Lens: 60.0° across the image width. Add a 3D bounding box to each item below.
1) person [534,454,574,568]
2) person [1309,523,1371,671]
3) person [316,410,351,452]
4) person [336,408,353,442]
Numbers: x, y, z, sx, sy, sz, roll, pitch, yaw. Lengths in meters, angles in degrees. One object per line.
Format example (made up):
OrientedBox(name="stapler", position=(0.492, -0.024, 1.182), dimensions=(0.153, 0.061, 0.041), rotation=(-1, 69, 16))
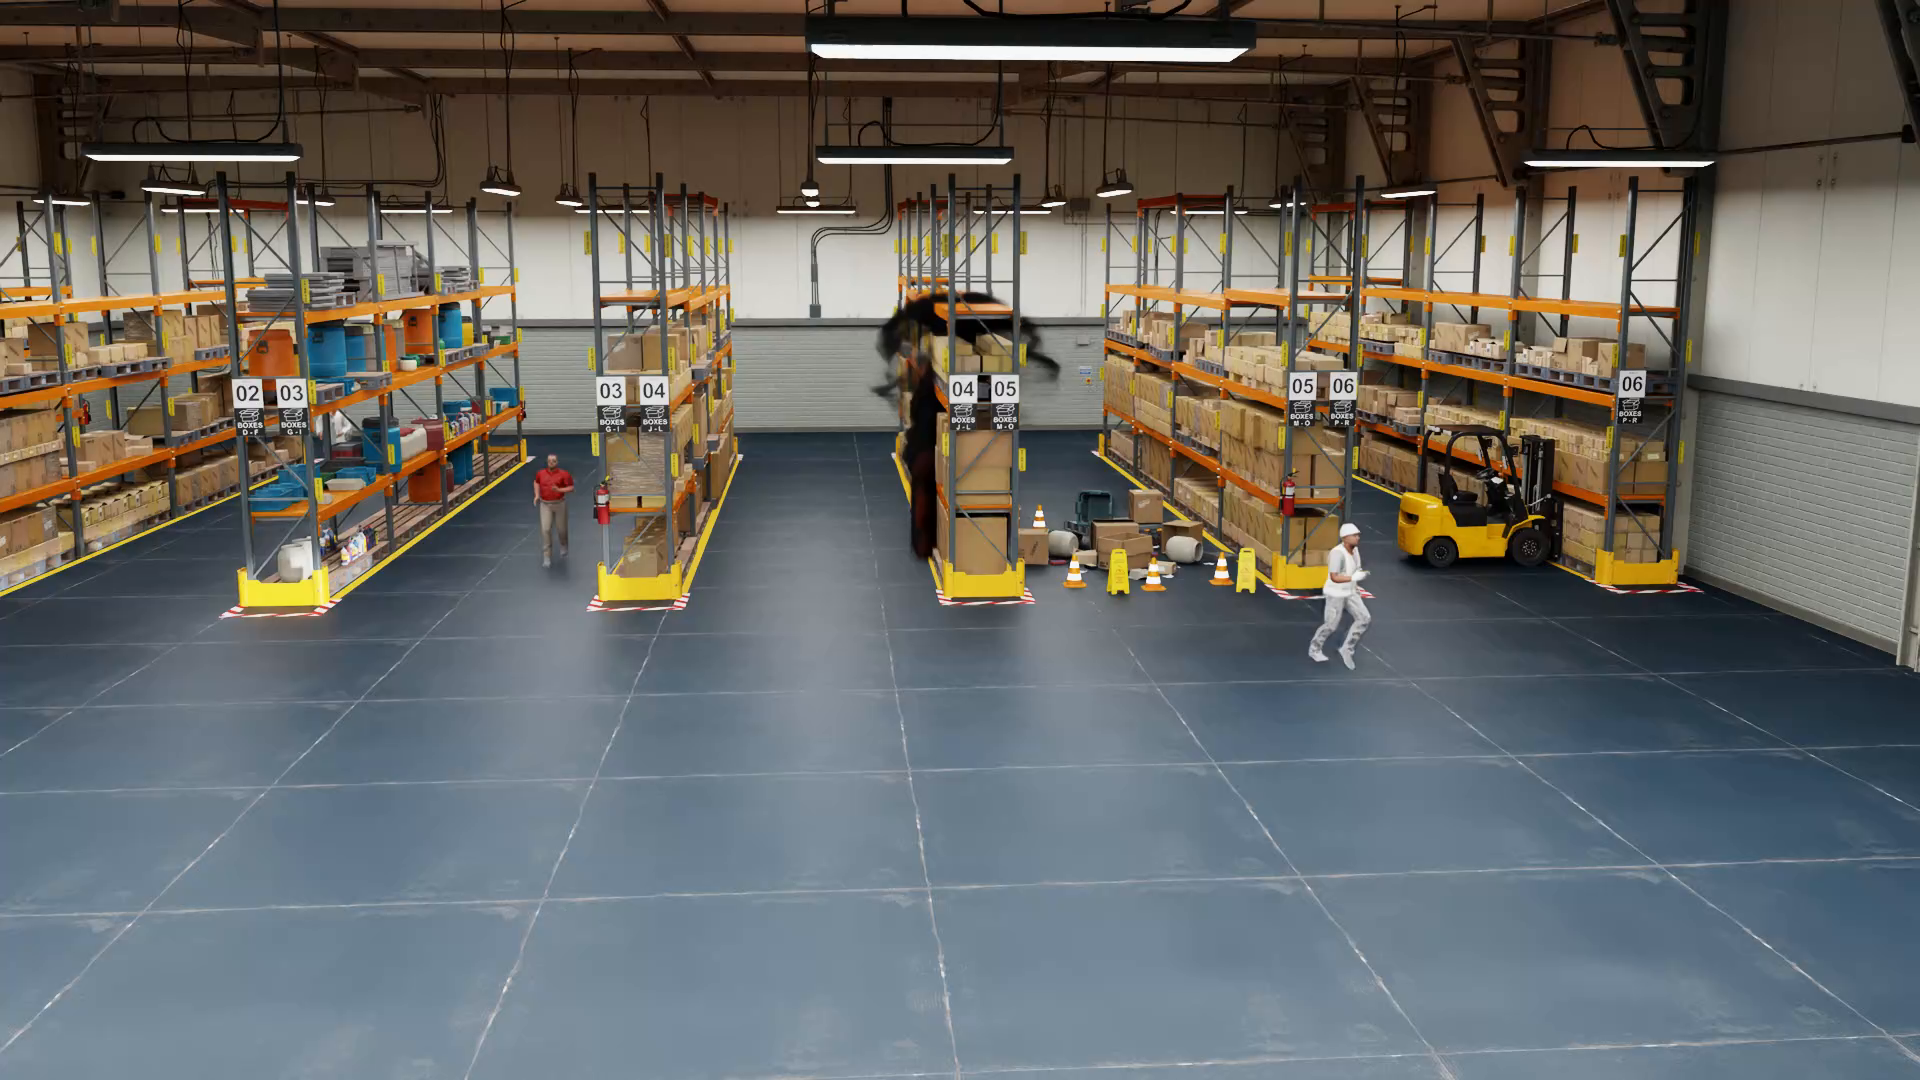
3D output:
OrientedBox(name="person", position=(-6.466, -0.503, 26.486), dimensions=(0.656, 1.744, 0.954), rotation=(-1, 10, -6))
OrientedBox(name="person", position=(4.550, 0.666, 19.827), dimensions=(0.832, 1.779, 0.715), rotation=(9, 14, 42))
OrientedBox(name="person", position=(-13.411, -2.114, 35.619), dimensions=(0.735, 1.758, 0.922), rotation=(-3, 10, -14))
OrientedBox(name="person", position=(-14.860, -2.778, 39.649), dimensions=(0.650, 1.704, 0.625), rotation=(4, 11, 21))
